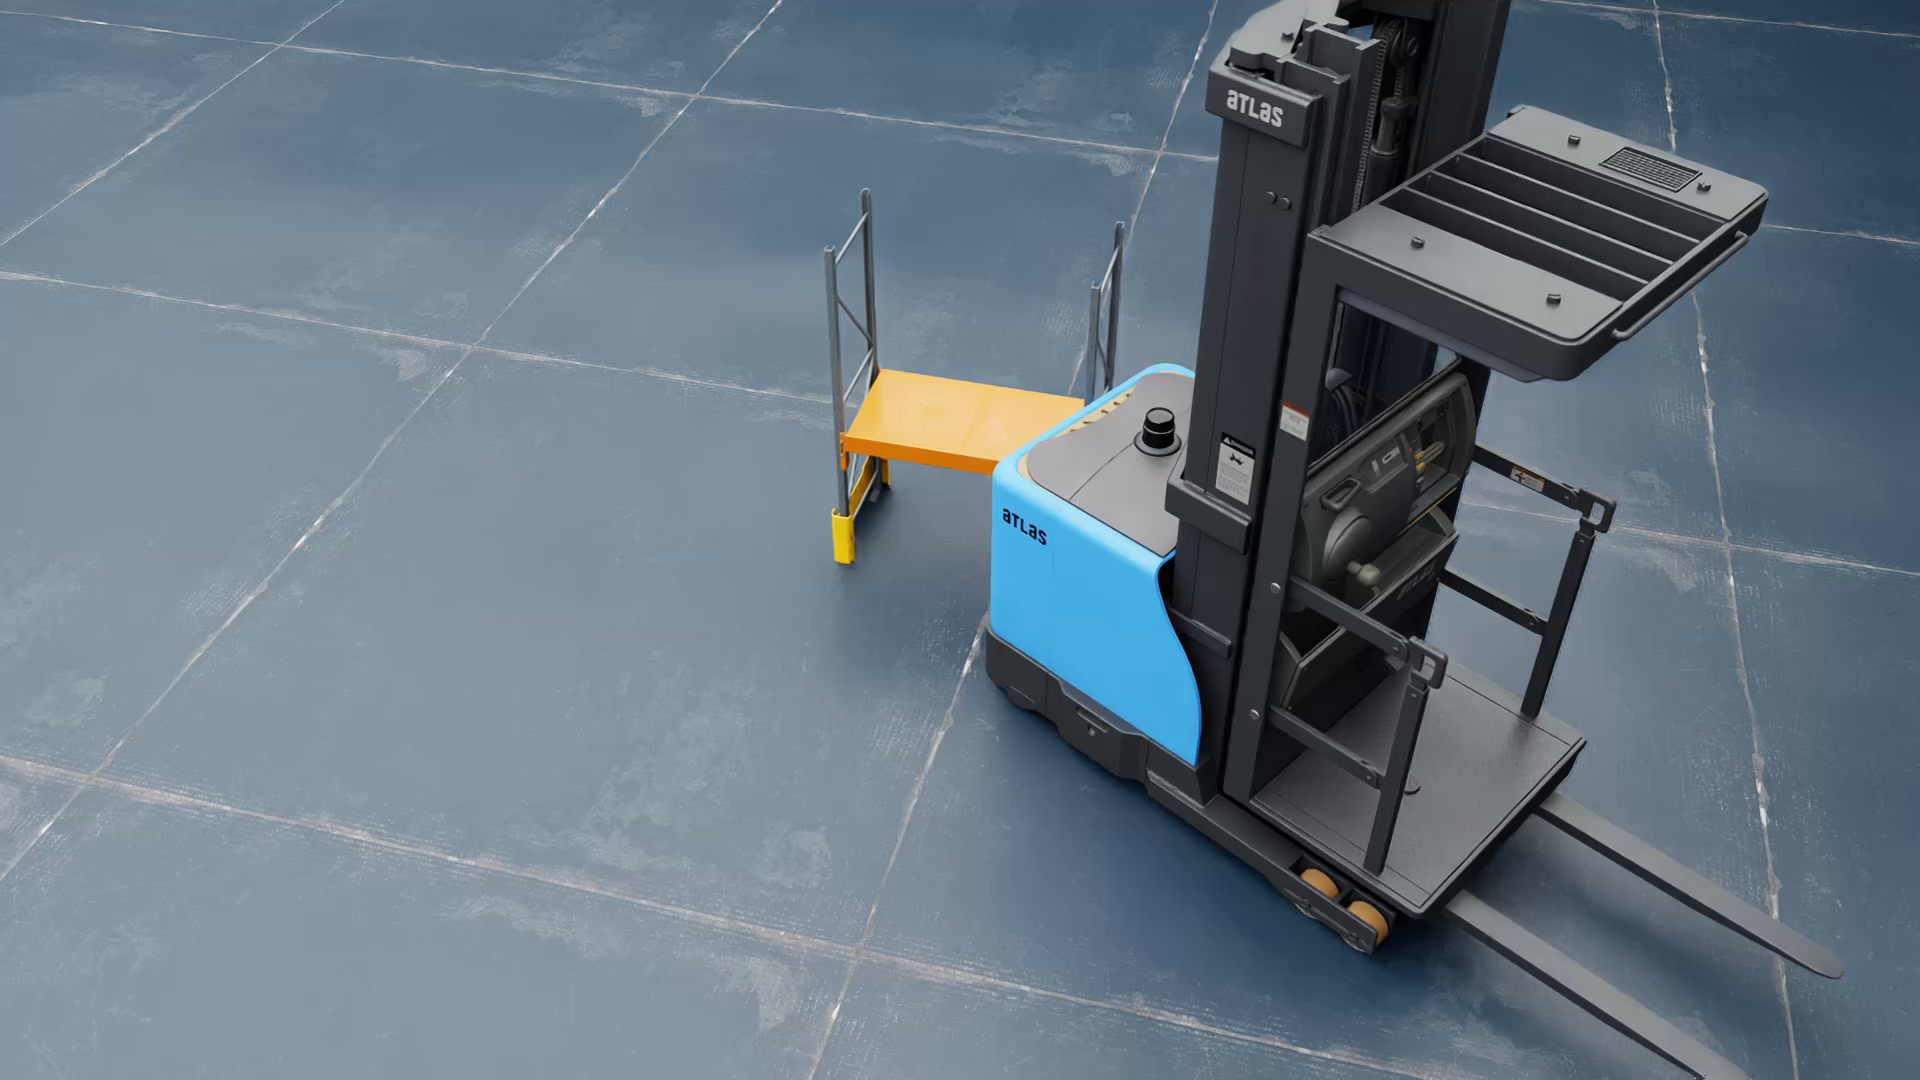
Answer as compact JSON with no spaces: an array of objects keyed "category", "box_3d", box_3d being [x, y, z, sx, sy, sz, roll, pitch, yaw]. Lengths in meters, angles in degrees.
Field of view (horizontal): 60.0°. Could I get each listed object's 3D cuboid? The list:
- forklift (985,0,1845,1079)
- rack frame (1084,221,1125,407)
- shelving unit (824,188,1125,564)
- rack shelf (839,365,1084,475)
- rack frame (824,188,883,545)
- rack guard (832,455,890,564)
[{"category":"forklift","box_3d":[1.502,-0.121,5.115,3.031,2.935,1.130,32,50,33]},{"category":"rack frame","box_3d":[0.552,-0.490,6.667,0.032,1.500,0.500,10,41,11]},{"category":"shelving unit","box_3d":[0.052,-0.576,6.770,1.083,1.500,0.587,10,41,11]},{"category":"rack shelf","box_3d":[0.061,-0.437,6.884,1.000,0.185,0.538,10,41,11]},{"category":"rack frame","box_3d":[-0.430,-0.659,6.869,0.032,1.500,0.500,10,41,11]},{"category":"rack guard","box_3d":[-0.429,-0.180,7.270,0.087,0.250,0.587,10,41,11]}]
